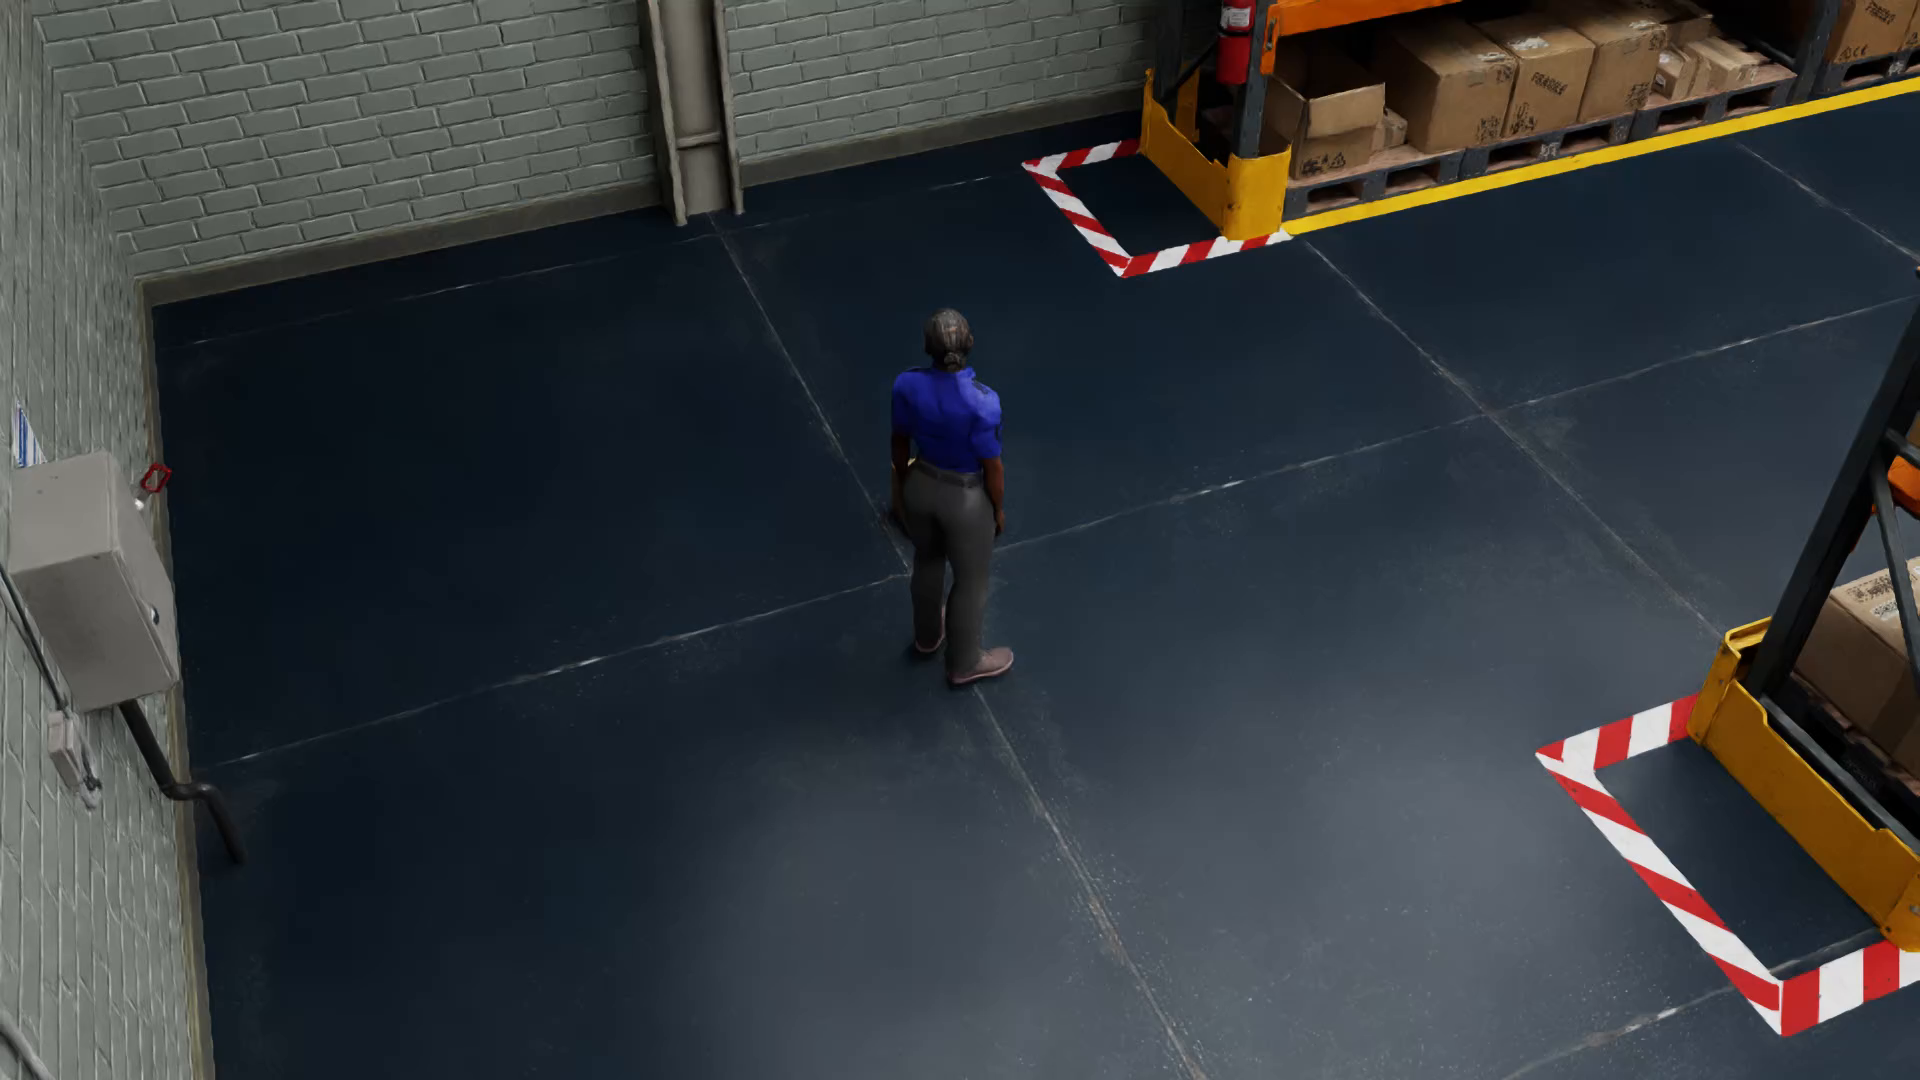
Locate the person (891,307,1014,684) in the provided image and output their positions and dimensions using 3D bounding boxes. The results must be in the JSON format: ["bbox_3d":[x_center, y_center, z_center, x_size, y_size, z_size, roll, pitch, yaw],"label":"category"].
[{"bbox_3d":[-0.015,-0.165,6.329,0.500,1.664,0.380,21,46,22],"label":"person"}]
